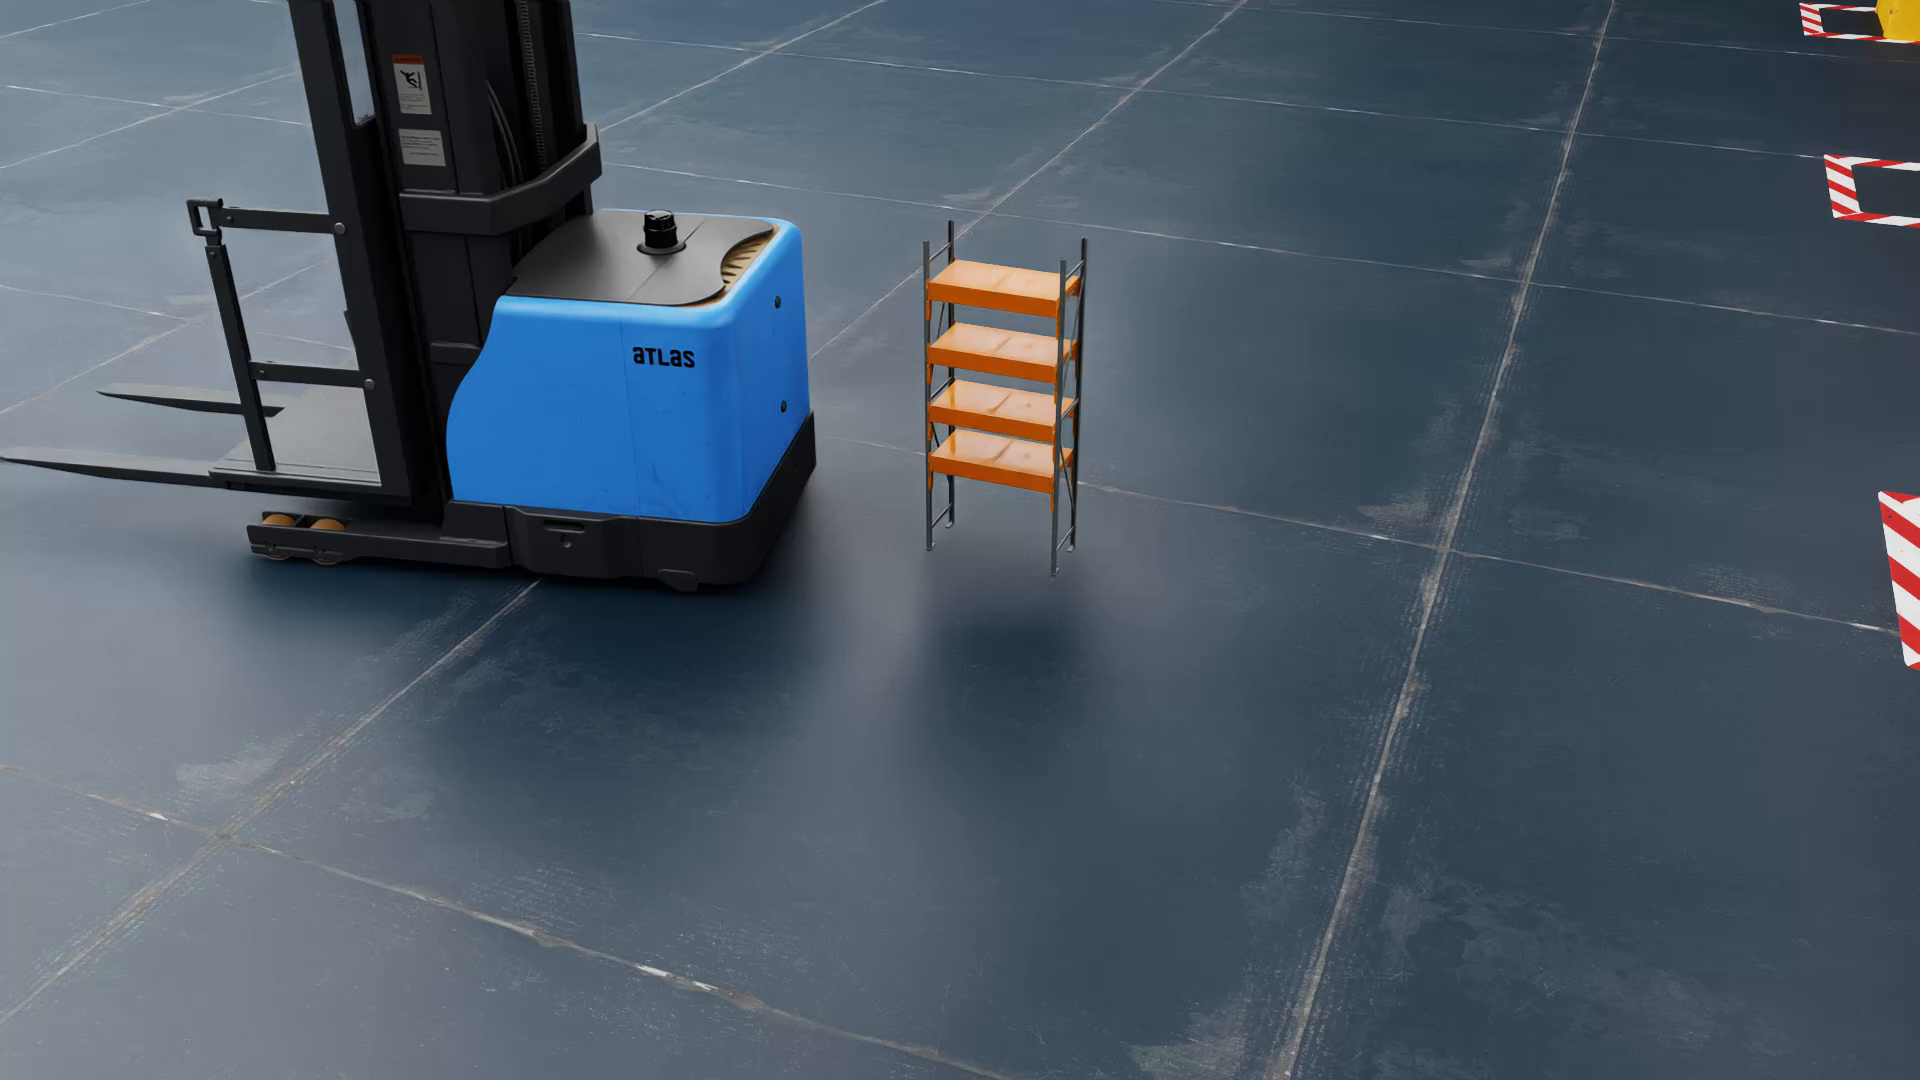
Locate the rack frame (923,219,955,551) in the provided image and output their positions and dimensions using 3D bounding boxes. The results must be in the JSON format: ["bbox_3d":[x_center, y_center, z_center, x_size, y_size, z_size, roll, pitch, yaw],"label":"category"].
[{"bbox_3d":[-0.073,-0.537,5.980,0.015,1.200,0.240,11,31,19],"label":"rack frame"}]

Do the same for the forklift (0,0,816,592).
[{"bbox_3d":[-2.140,-1.433,5.807,3.031,2.935,1.130,5,30,9],"label":"forklift"}]

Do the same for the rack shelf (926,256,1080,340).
[{"bbox_3d":[0.153,-0.834,5.707,0.480,0.148,0.258,11,31,19],"label":"rack shelf"}]

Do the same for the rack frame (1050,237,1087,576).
[{"bbox_3d":[0.380,-0.447,5.821,0.015,1.200,0.240,11,31,19],"label":"rack frame"}]

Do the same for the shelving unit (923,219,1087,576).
[{"bbox_3d":[0.153,-0.492,5.901,0.503,1.200,0.258,11,31,19],"label":"shelving unit"}]

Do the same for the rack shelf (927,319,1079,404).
[{"bbox_3d":[0.153,-0.628,5.824,0.480,0.148,0.258,11,31,19],"label":"rack shelf"}]

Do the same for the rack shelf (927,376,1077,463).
[{"bbox_3d":[0.153,-0.433,5.934,0.480,0.148,0.258,11,31,19],"label":"rack shelf"}]

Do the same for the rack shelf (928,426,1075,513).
[{"bbox_3d":[0.153,-0.260,6.031,0.480,0.148,0.258,11,31,19],"label":"rack shelf"}]

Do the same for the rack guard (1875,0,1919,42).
[{"bbox_3d":[7.821,-4.487,13.680,0.348,0.500,1.175,11,31,19],"label":"rack guard"}]
